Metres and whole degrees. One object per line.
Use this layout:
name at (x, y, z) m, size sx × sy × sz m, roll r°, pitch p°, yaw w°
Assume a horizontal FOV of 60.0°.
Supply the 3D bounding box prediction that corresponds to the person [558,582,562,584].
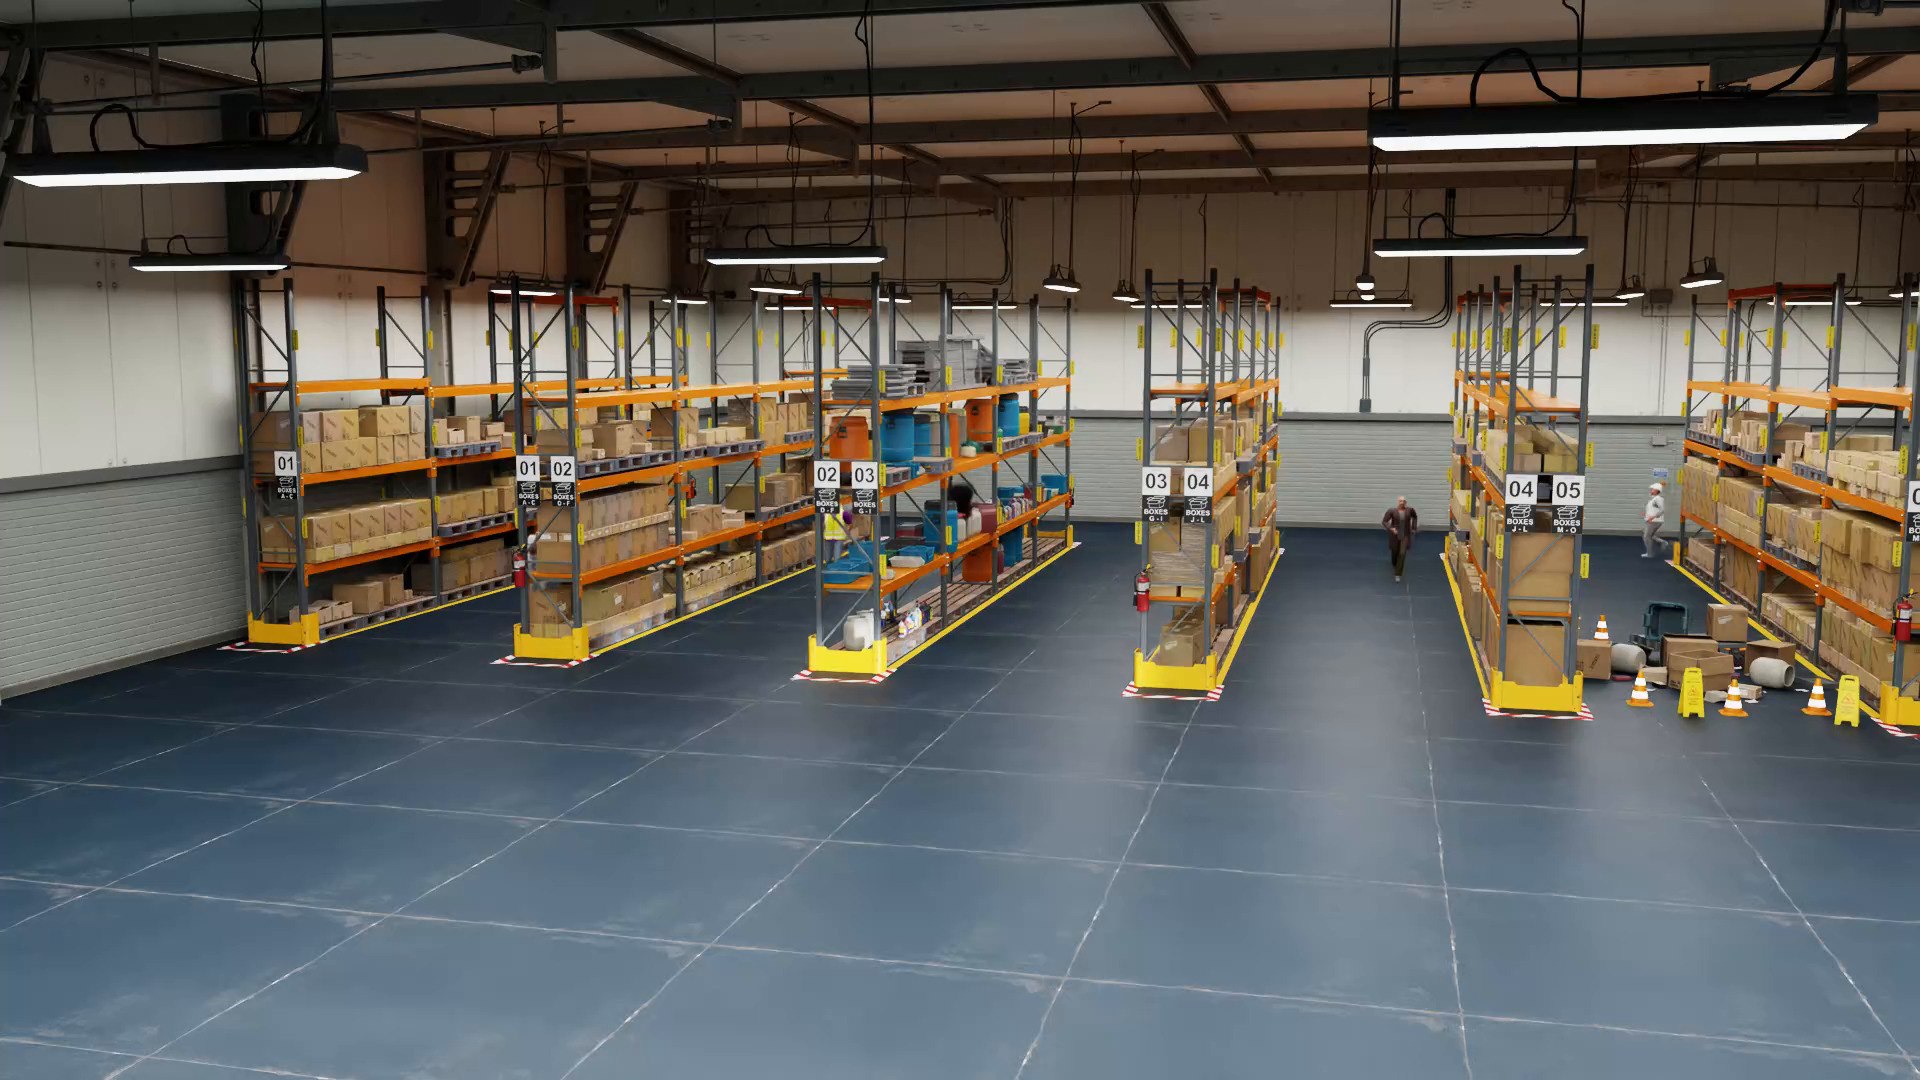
person at (-7.721, 0.334, 32.591) m, size 0.655 × 1.628 × 0.980 m, roll 1°, pitch 7°, yaw 8°

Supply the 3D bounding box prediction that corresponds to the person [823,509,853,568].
person at (-2.432, 0.007, 32.113) m, size 0.714 × 1.751 × 0.698 m, roll 0°, pitch 7°, yaw 1°

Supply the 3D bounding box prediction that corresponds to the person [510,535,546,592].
person at (-7.675, 0.659, 29.778) m, size 0.710 × 1.583 × 0.871 m, roll -1°, pitch 7°, yaw -12°

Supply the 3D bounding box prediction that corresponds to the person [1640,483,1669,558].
person at (16.028, -0.446, 38.299) m, size 0.654 × 1.731 × 0.654 m, roll 1°, pitch 7°, yaw 11°

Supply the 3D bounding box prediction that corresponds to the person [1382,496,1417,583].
person at (9.207, -0.045, 34.841) m, size 0.734 × 1.773 × 1.069 m, roll 1°, pitch 7°, yaw 10°
